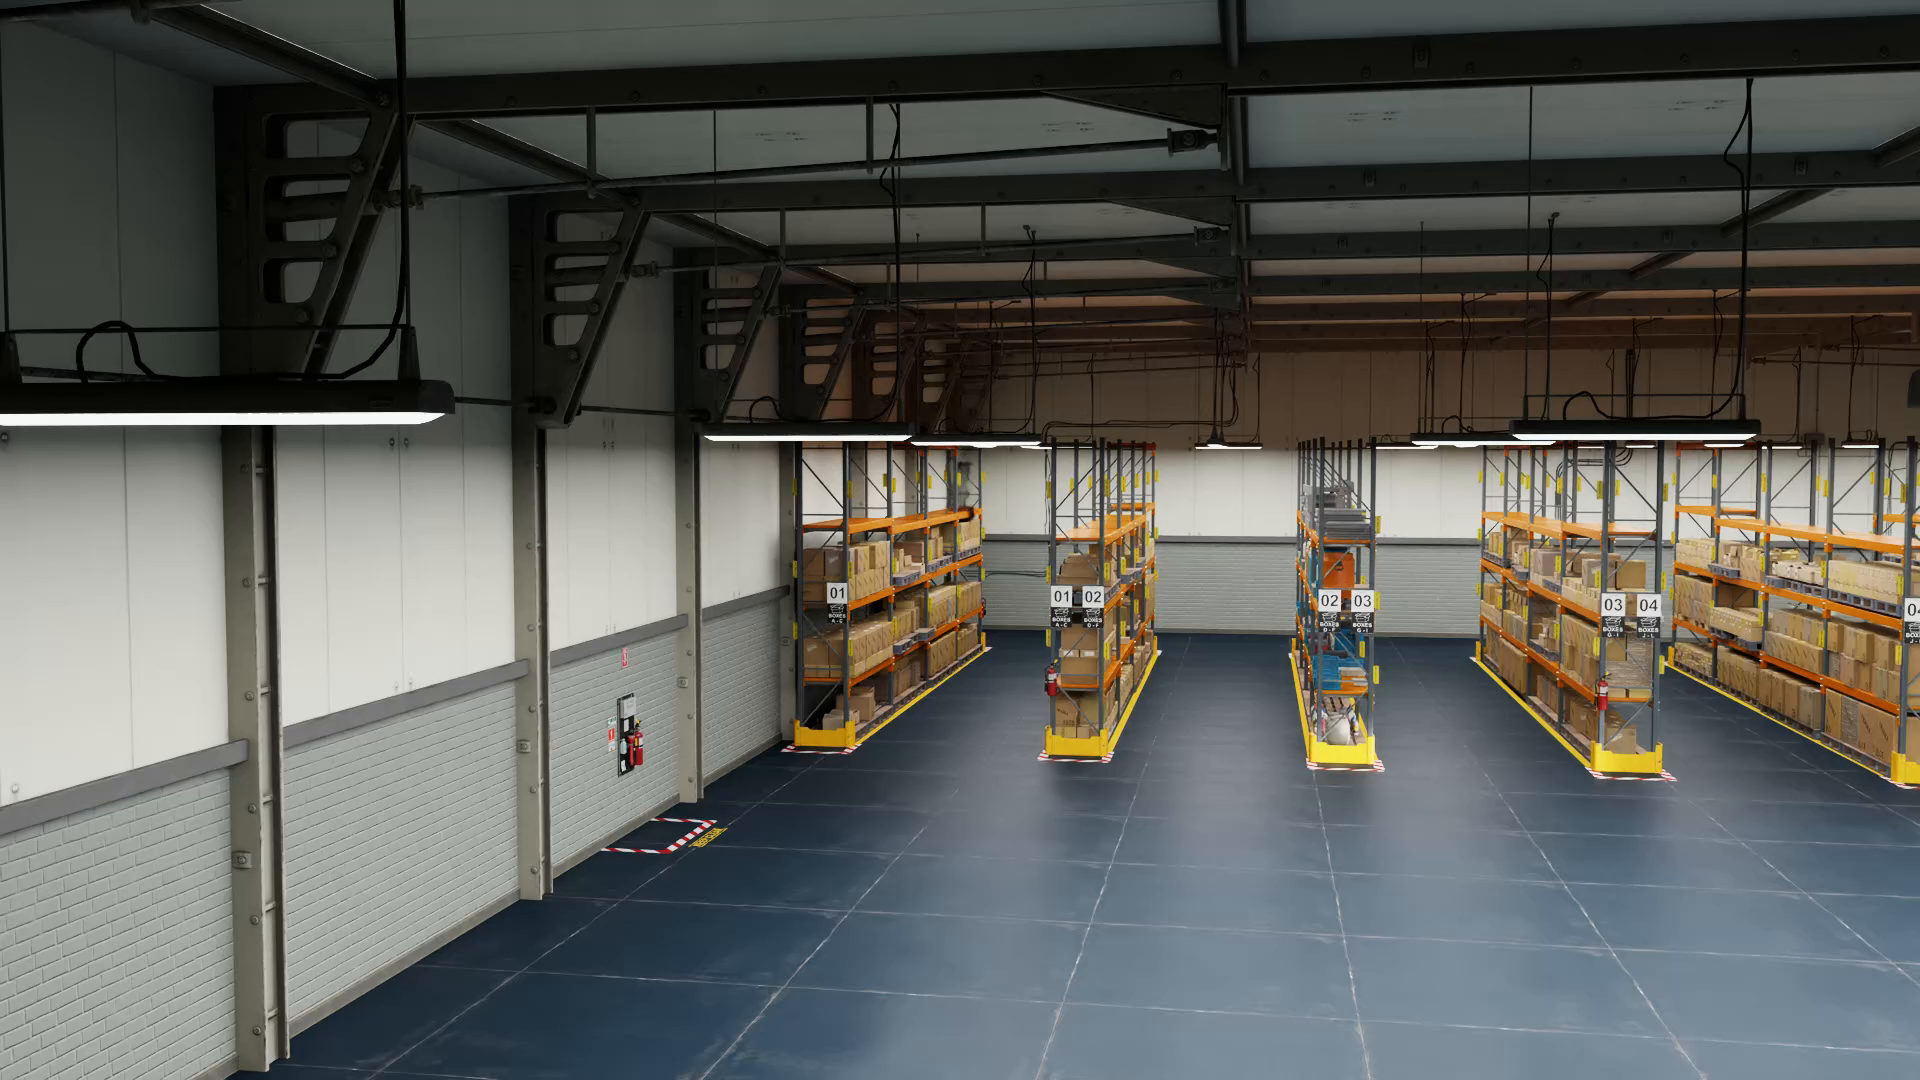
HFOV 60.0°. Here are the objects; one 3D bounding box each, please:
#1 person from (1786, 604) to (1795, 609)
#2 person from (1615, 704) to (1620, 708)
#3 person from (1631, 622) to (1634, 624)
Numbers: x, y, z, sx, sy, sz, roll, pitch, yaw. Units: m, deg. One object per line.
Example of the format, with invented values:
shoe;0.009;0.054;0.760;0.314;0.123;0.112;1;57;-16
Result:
person;21.528;2.570;43.024;0.630;1.811;0.827;0;3;-5
person;14.849;2.957;37.380;0.627;1.654;0.587;1;3;18
person;17.844;2.534;44.857;0.636;1.638;0.516;2;4;37
